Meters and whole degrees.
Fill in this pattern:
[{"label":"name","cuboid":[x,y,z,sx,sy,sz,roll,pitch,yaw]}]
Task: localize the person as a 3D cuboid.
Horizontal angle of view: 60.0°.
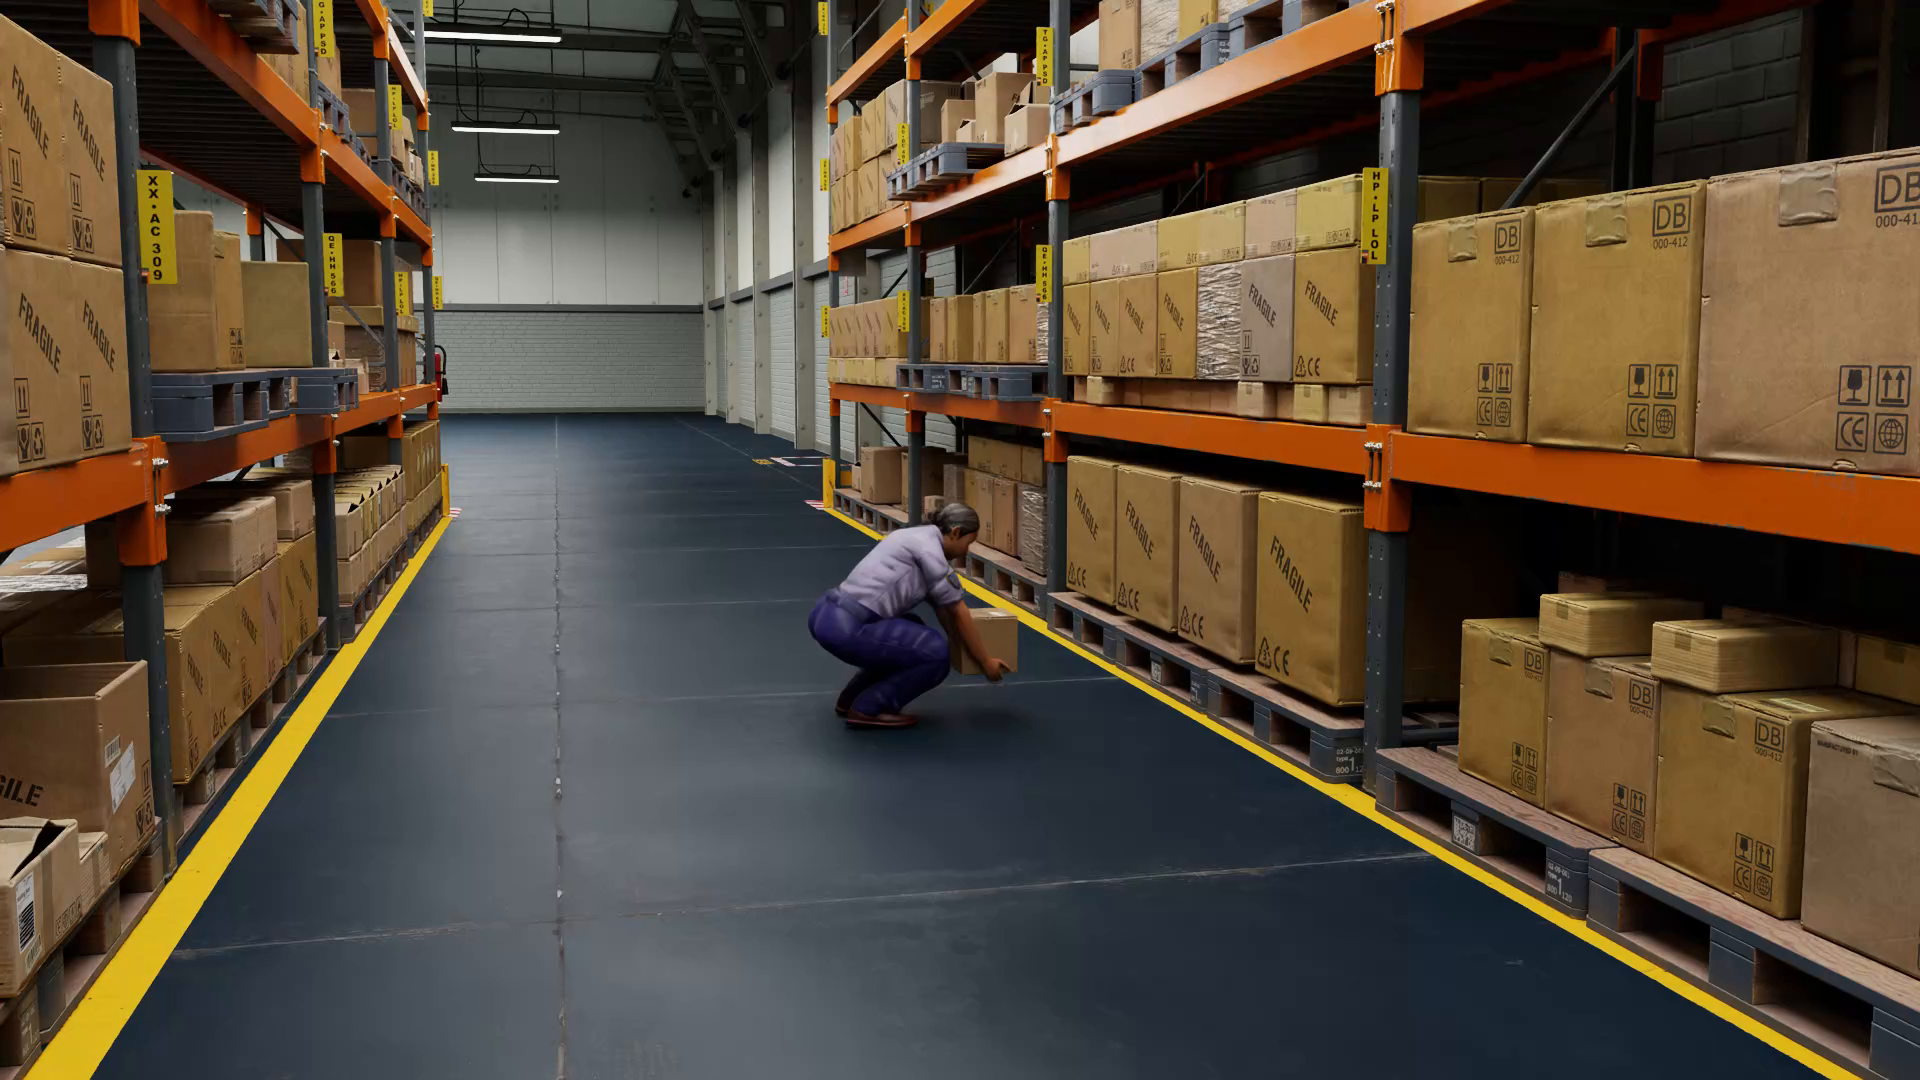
[{"label":"person","cuboid":[-0.228,0.318,7.191,0.852,0.938,0.517,-2,6,-15]}]
